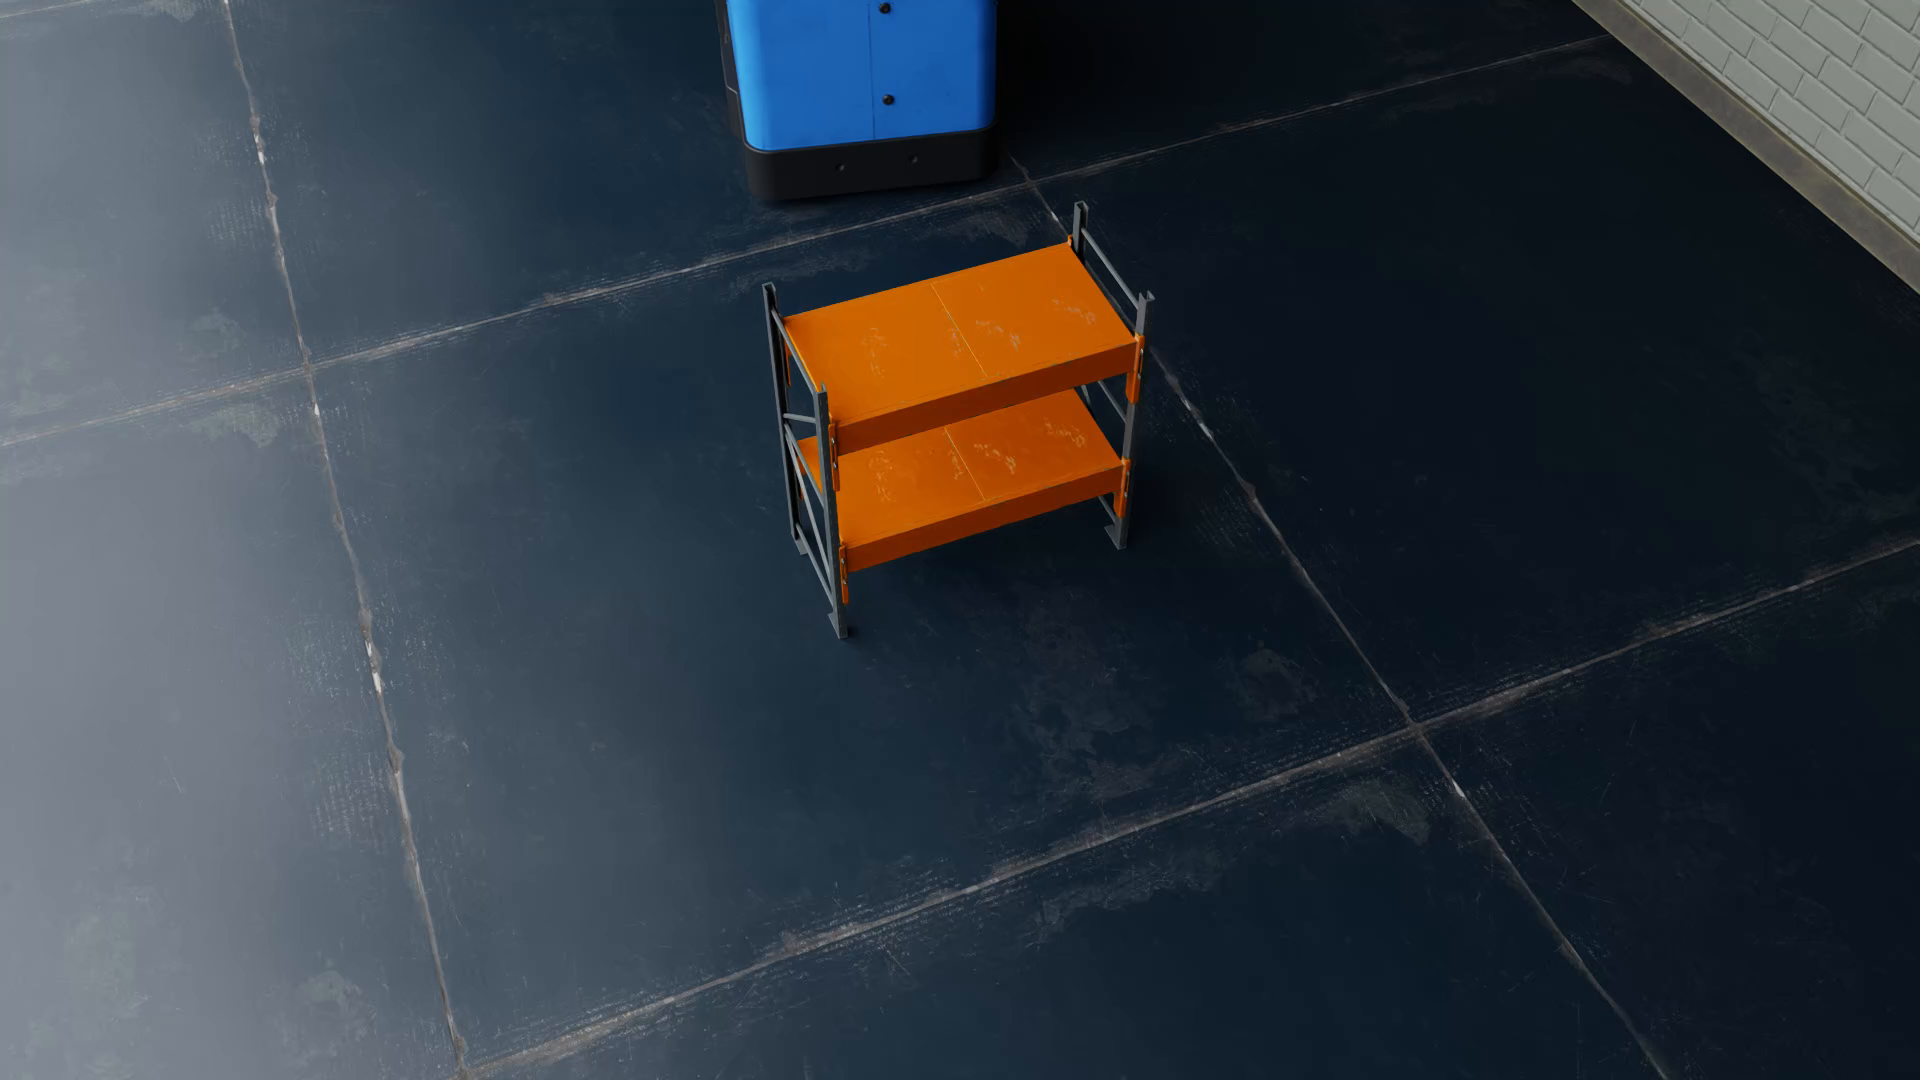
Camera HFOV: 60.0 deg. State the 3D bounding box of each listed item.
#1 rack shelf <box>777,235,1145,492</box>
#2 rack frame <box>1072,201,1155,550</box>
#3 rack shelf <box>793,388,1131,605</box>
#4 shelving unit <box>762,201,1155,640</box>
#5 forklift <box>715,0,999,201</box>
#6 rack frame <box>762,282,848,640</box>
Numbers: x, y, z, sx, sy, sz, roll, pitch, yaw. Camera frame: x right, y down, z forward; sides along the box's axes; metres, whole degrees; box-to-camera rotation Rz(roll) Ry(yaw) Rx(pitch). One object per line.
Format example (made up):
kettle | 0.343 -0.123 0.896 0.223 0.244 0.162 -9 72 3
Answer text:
rack shelf | -0.006 -0.555 5.100 1.000 0.278 0.538 -17 52 -14
rack frame | 0.464 -0.510 5.447 0.032 1.125 0.500 -17 52 -14
rack shelf | -0.006 -0.205 5.507 1.000 0.278 0.538 -17 52 -14
shelving unit | -0.006 -0.365 5.322 1.048 1.125 0.538 -17 52 -14
forklift | -0.599 -3.492 6.817 1.130 2.935 3.031 -7 50 -6
rack frame | -0.477 -0.219 5.196 0.032 1.125 0.500 -17 52 -14
